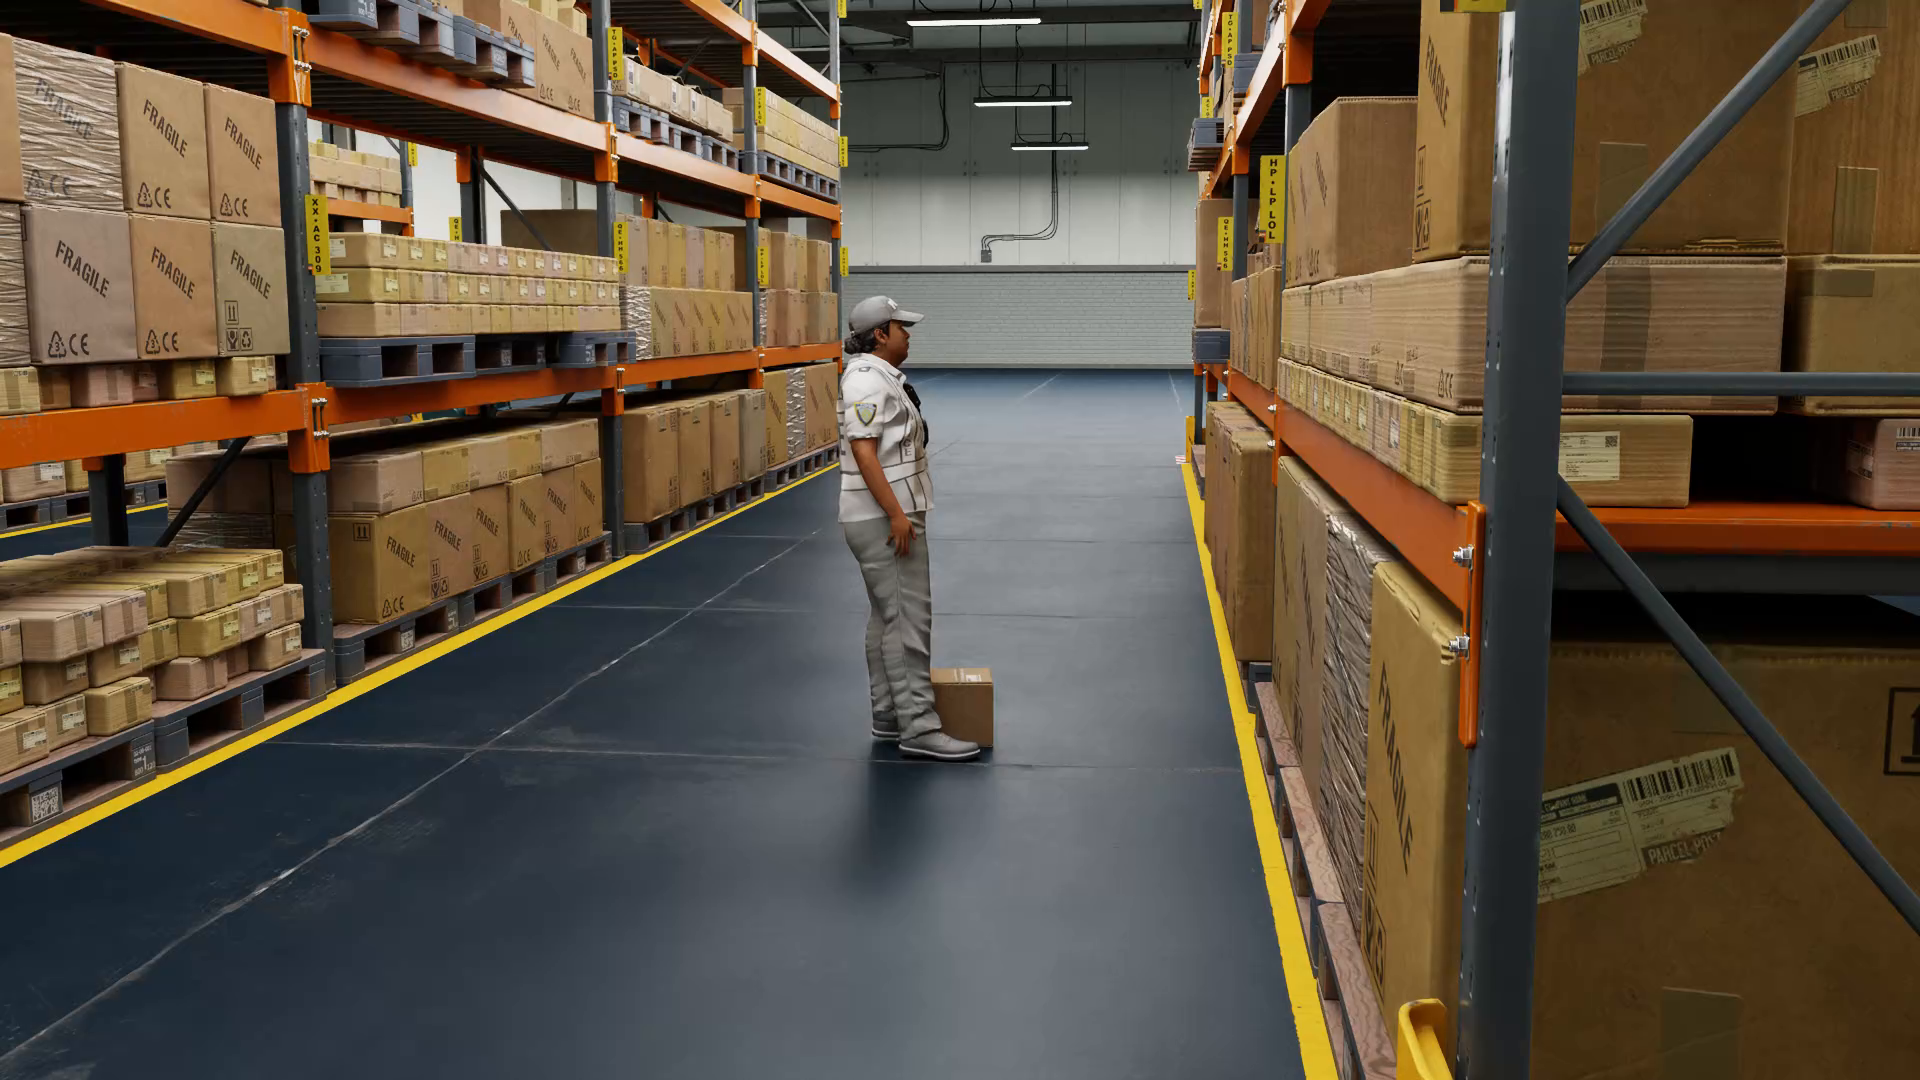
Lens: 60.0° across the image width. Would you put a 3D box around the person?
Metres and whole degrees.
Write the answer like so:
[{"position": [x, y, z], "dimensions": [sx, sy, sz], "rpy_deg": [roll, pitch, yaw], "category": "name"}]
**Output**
[{"position": [-0.192, -0.066, 6.195], "dimensions": [0.529, 1.670, 0.597], "rpy_deg": [0, 8, 0], "category": "person"}]
